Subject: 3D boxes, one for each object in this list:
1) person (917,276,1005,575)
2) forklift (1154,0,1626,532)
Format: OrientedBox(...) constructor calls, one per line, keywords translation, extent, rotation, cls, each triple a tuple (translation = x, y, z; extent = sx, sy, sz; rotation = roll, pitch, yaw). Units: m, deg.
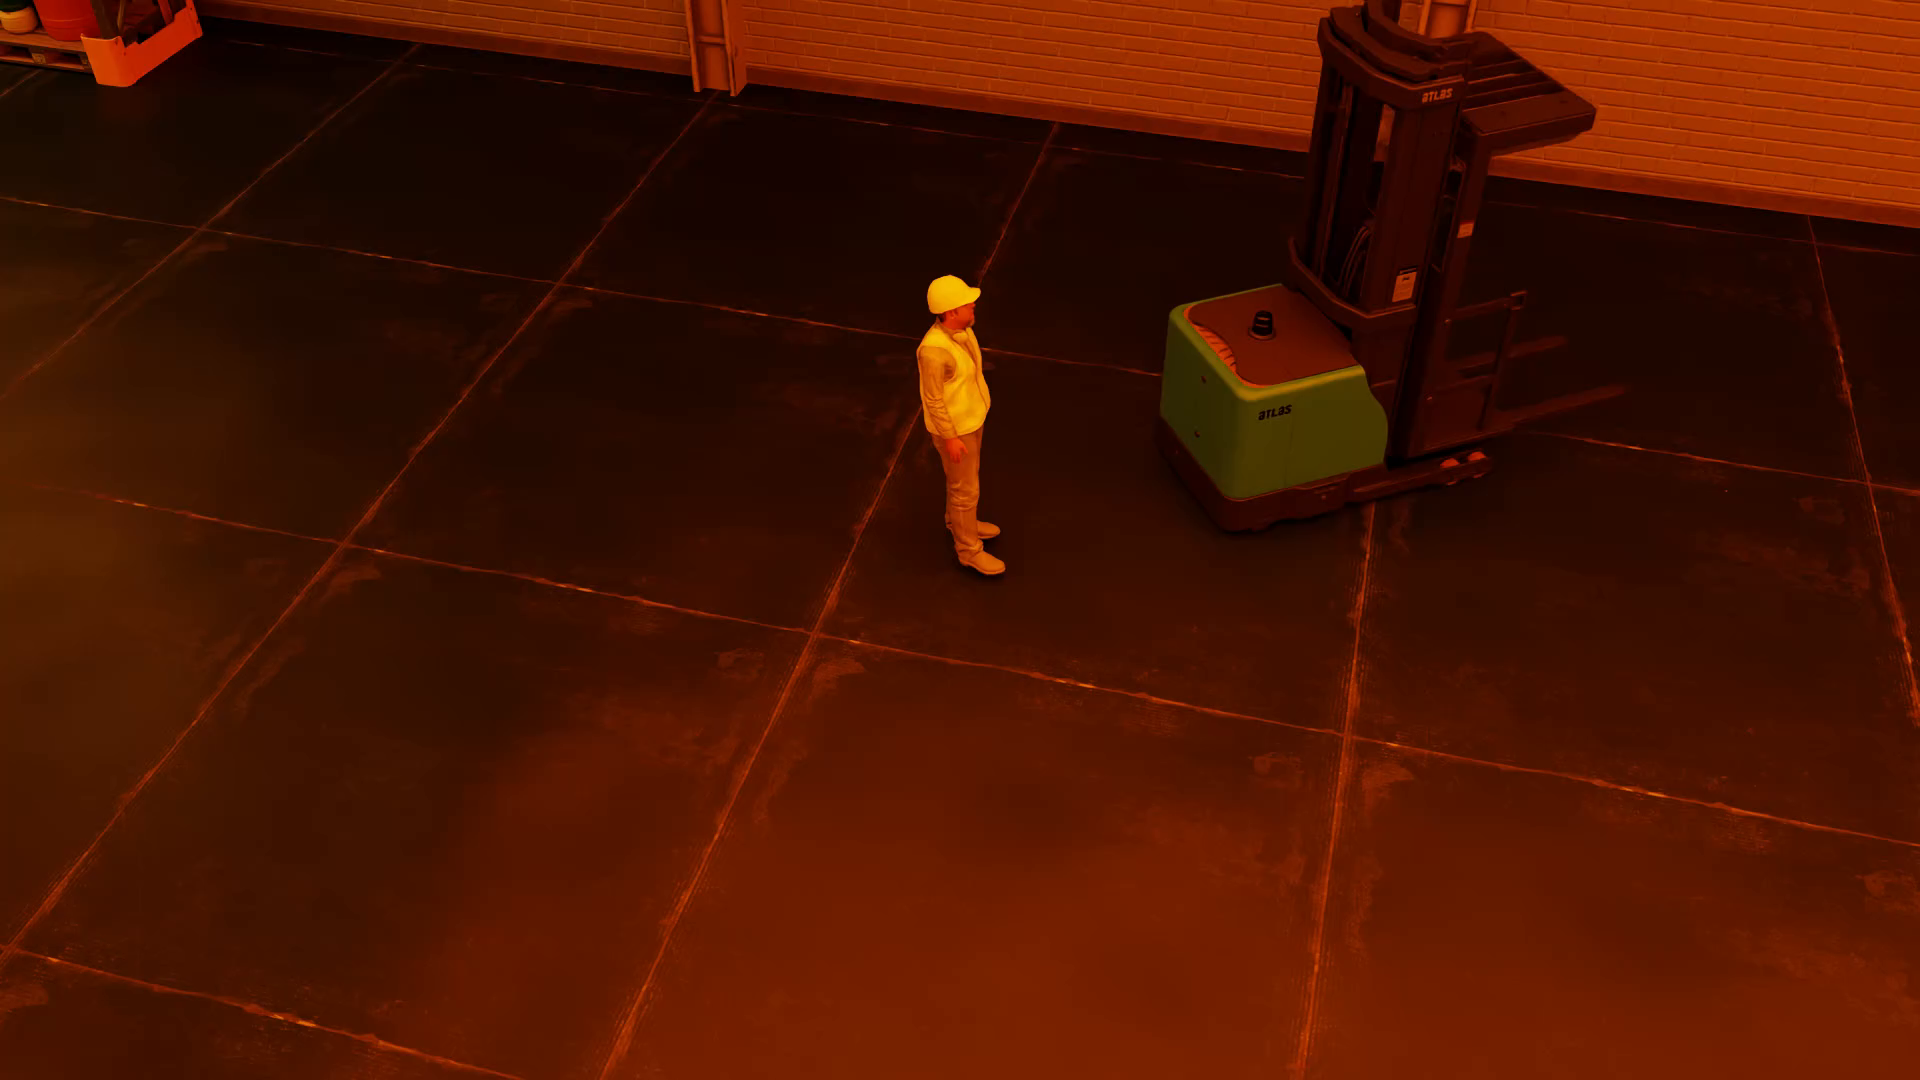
OrientedBox(translation=(0.059, -0.688, 9.451), extent=(0.566, 1.775, 0.633), rotation=(10, 42, 11), cls="person")
OrientedBox(translation=(2.822, -1.760, 9.869), extent=(3.031, 2.935, 1.130), rotation=(-14, 43, -16), cls="forklift")
